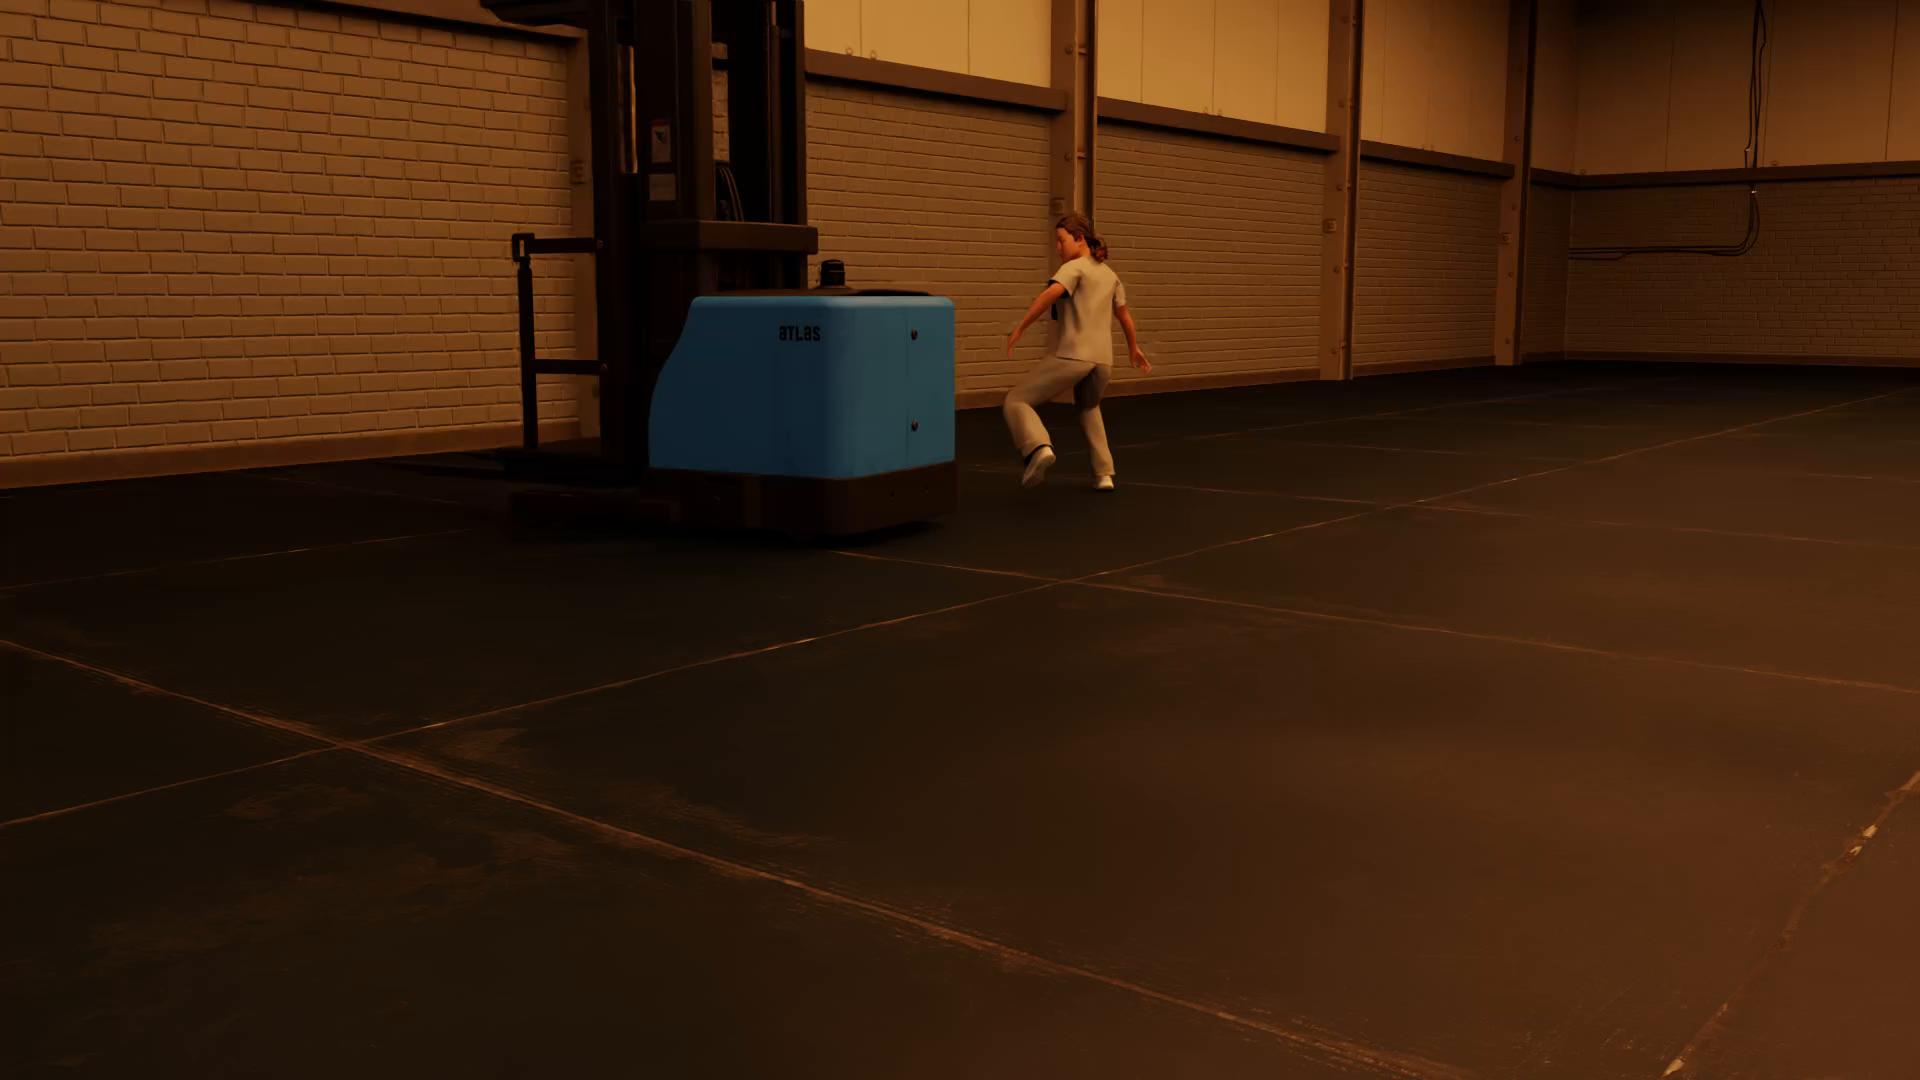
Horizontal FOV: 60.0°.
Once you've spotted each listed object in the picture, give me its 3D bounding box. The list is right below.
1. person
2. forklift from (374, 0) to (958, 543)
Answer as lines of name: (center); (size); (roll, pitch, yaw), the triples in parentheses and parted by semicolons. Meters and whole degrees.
person: (0.663, -0.989, 9.075); (1.011, 1.560, 0.499); (-7, 11, -39)
forklift: (-1.550, -1.566, 7.984); (3.031, 2.935, 1.130); (5, 9, 29)
